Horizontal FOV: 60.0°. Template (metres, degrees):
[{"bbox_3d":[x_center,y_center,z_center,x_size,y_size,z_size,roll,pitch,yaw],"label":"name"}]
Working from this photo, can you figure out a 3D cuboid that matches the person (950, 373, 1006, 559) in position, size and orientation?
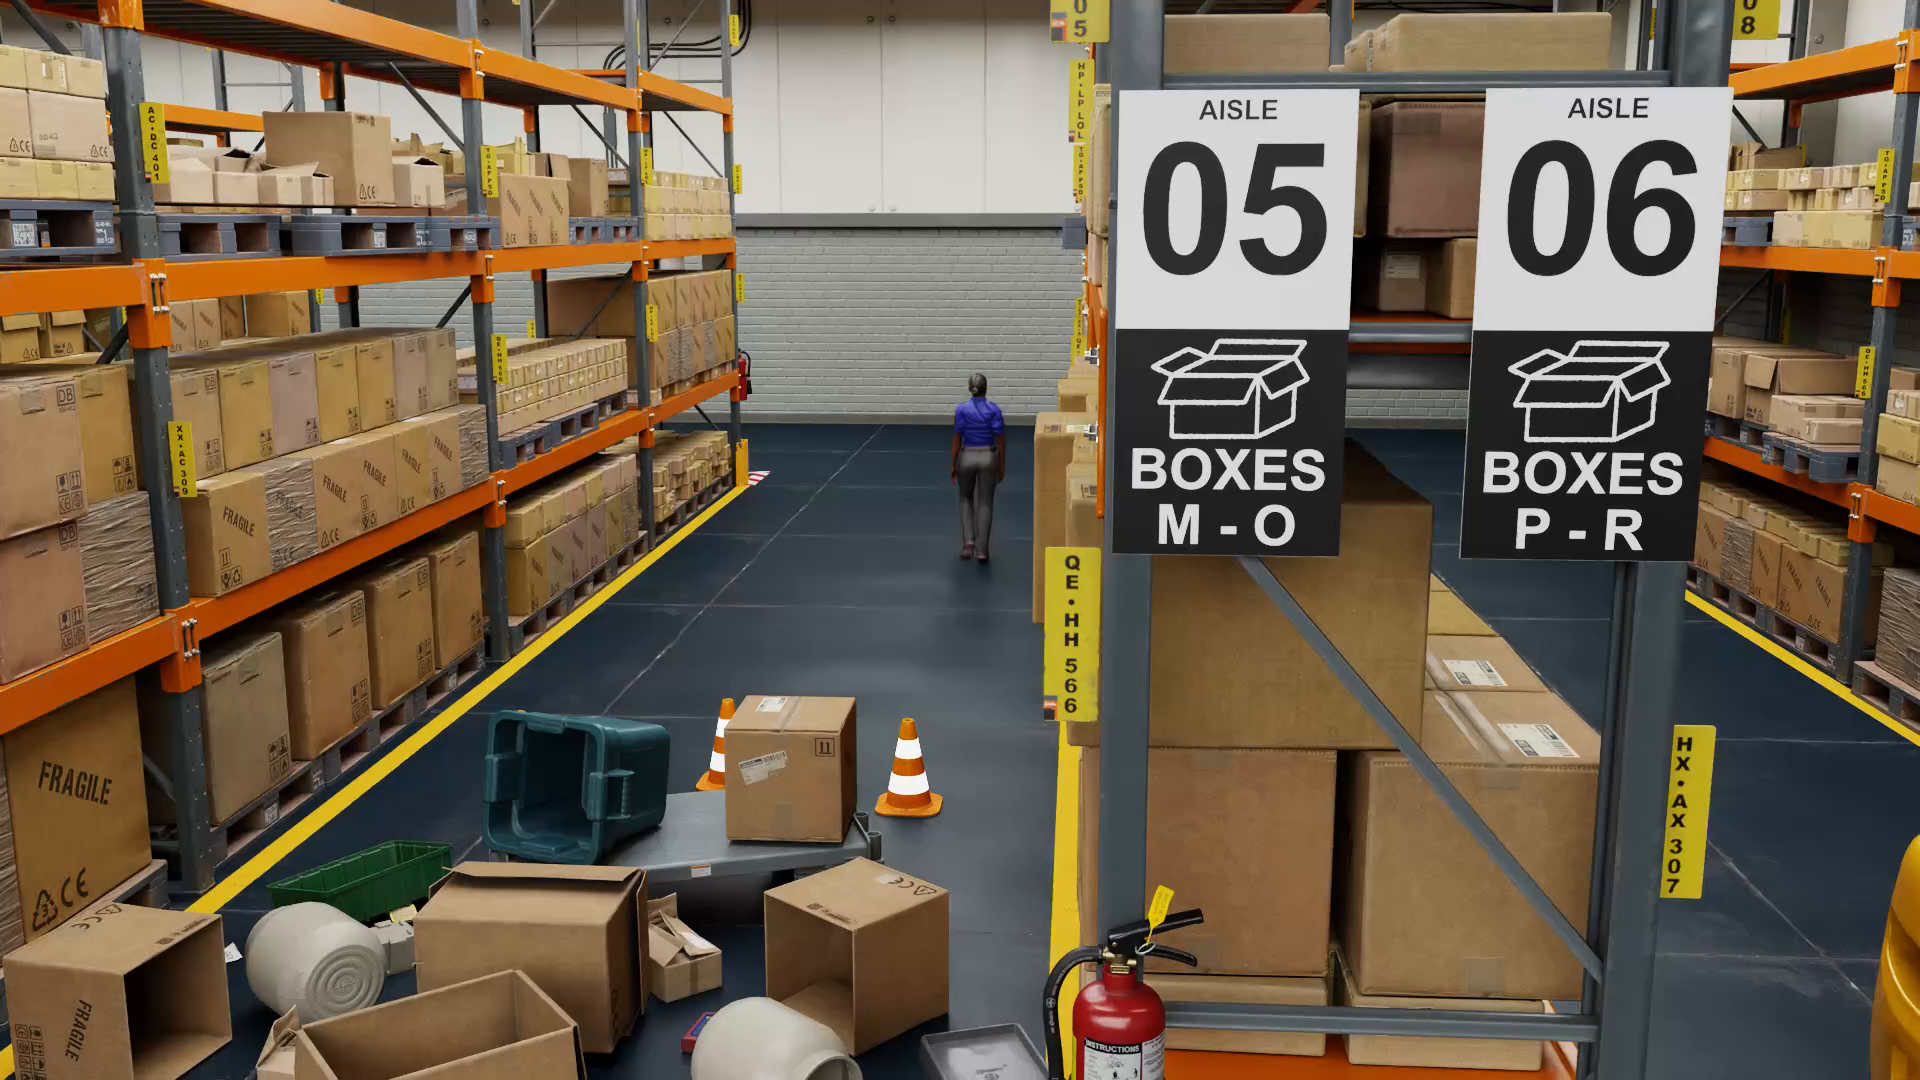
[{"bbox_3d":[0.165,-0.629,14.790,0.484,1.721,0.512,1,11,8],"label":"person"}]
